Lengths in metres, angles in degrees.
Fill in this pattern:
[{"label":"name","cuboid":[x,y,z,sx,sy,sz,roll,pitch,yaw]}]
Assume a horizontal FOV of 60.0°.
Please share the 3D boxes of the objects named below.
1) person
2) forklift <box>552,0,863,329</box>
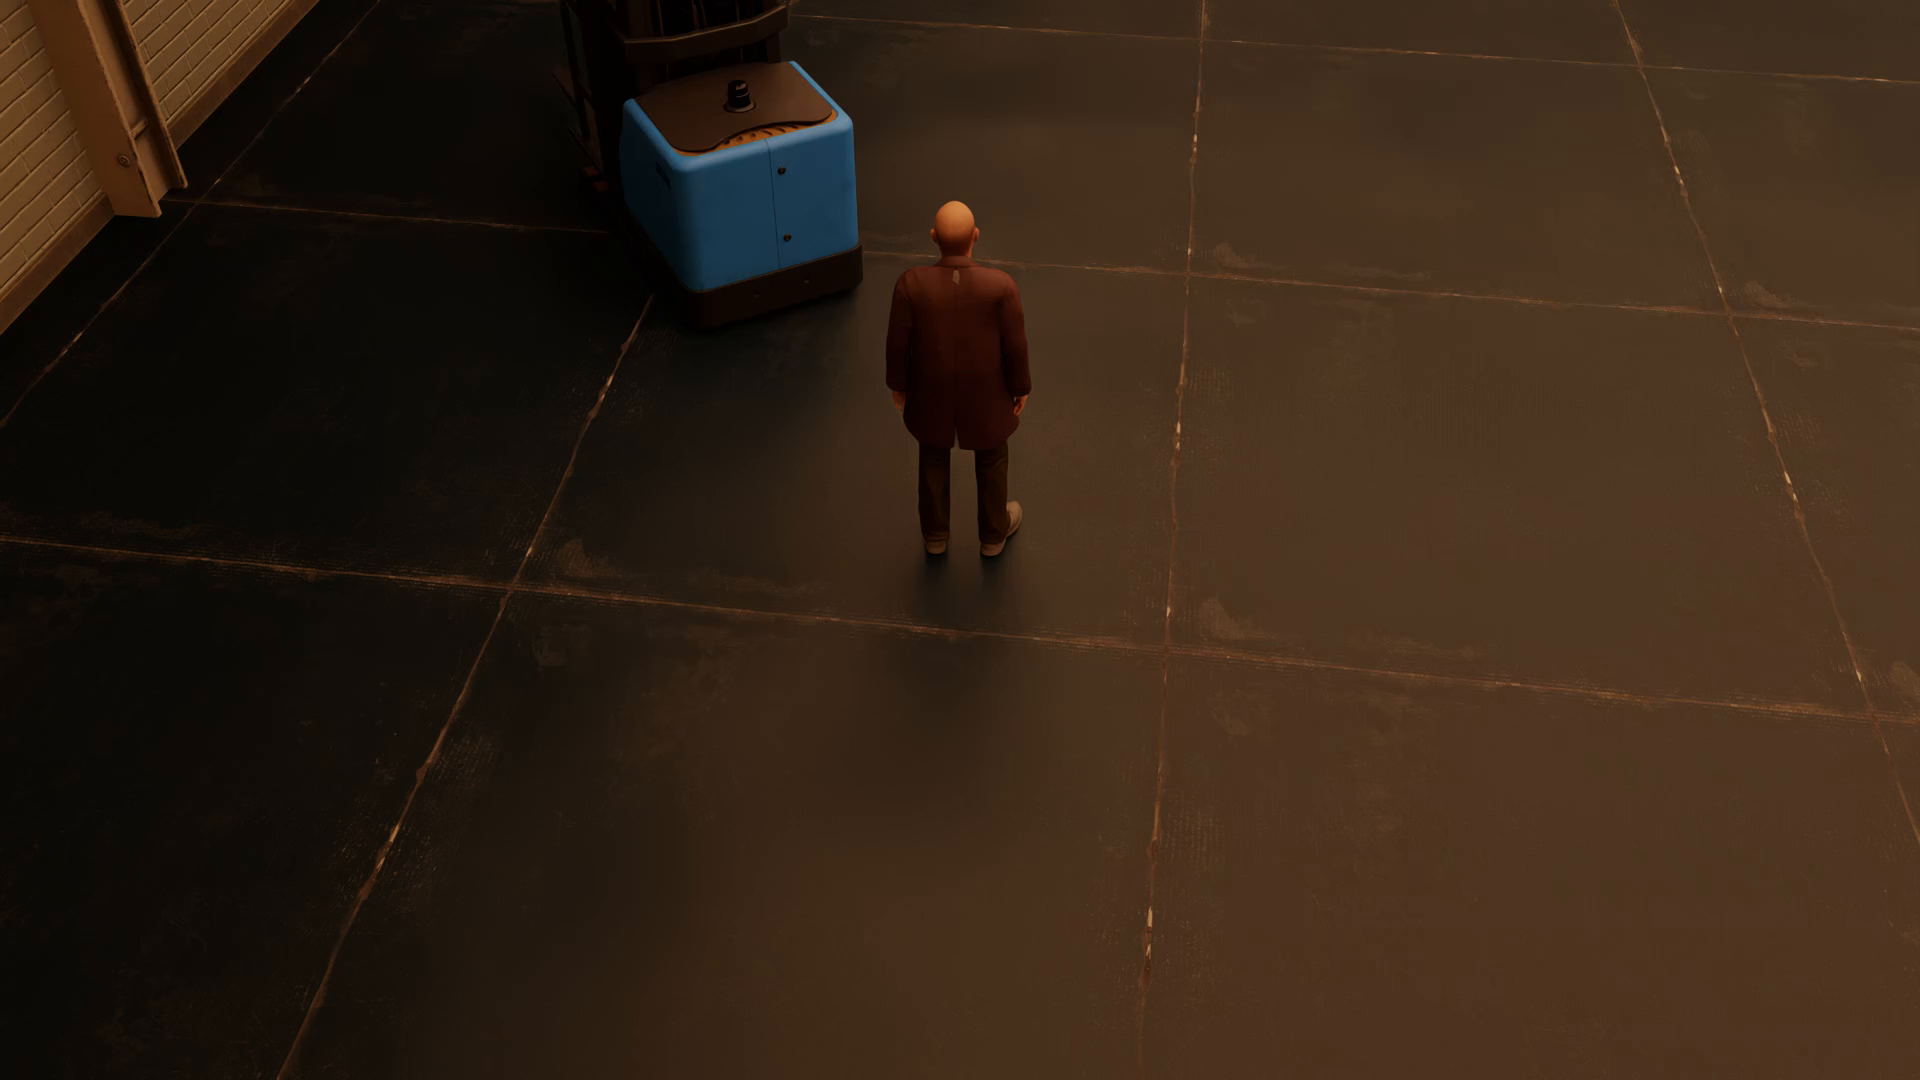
[{"label":"person","cuboid":[-0.005,-0.675,7.315,0.644,1.773,0.431,4,43,4]},{"label":"forklift","cuboid":[-1.680,-3.217,9.226,1.130,2.935,3.031,-20,46,-20]}]
